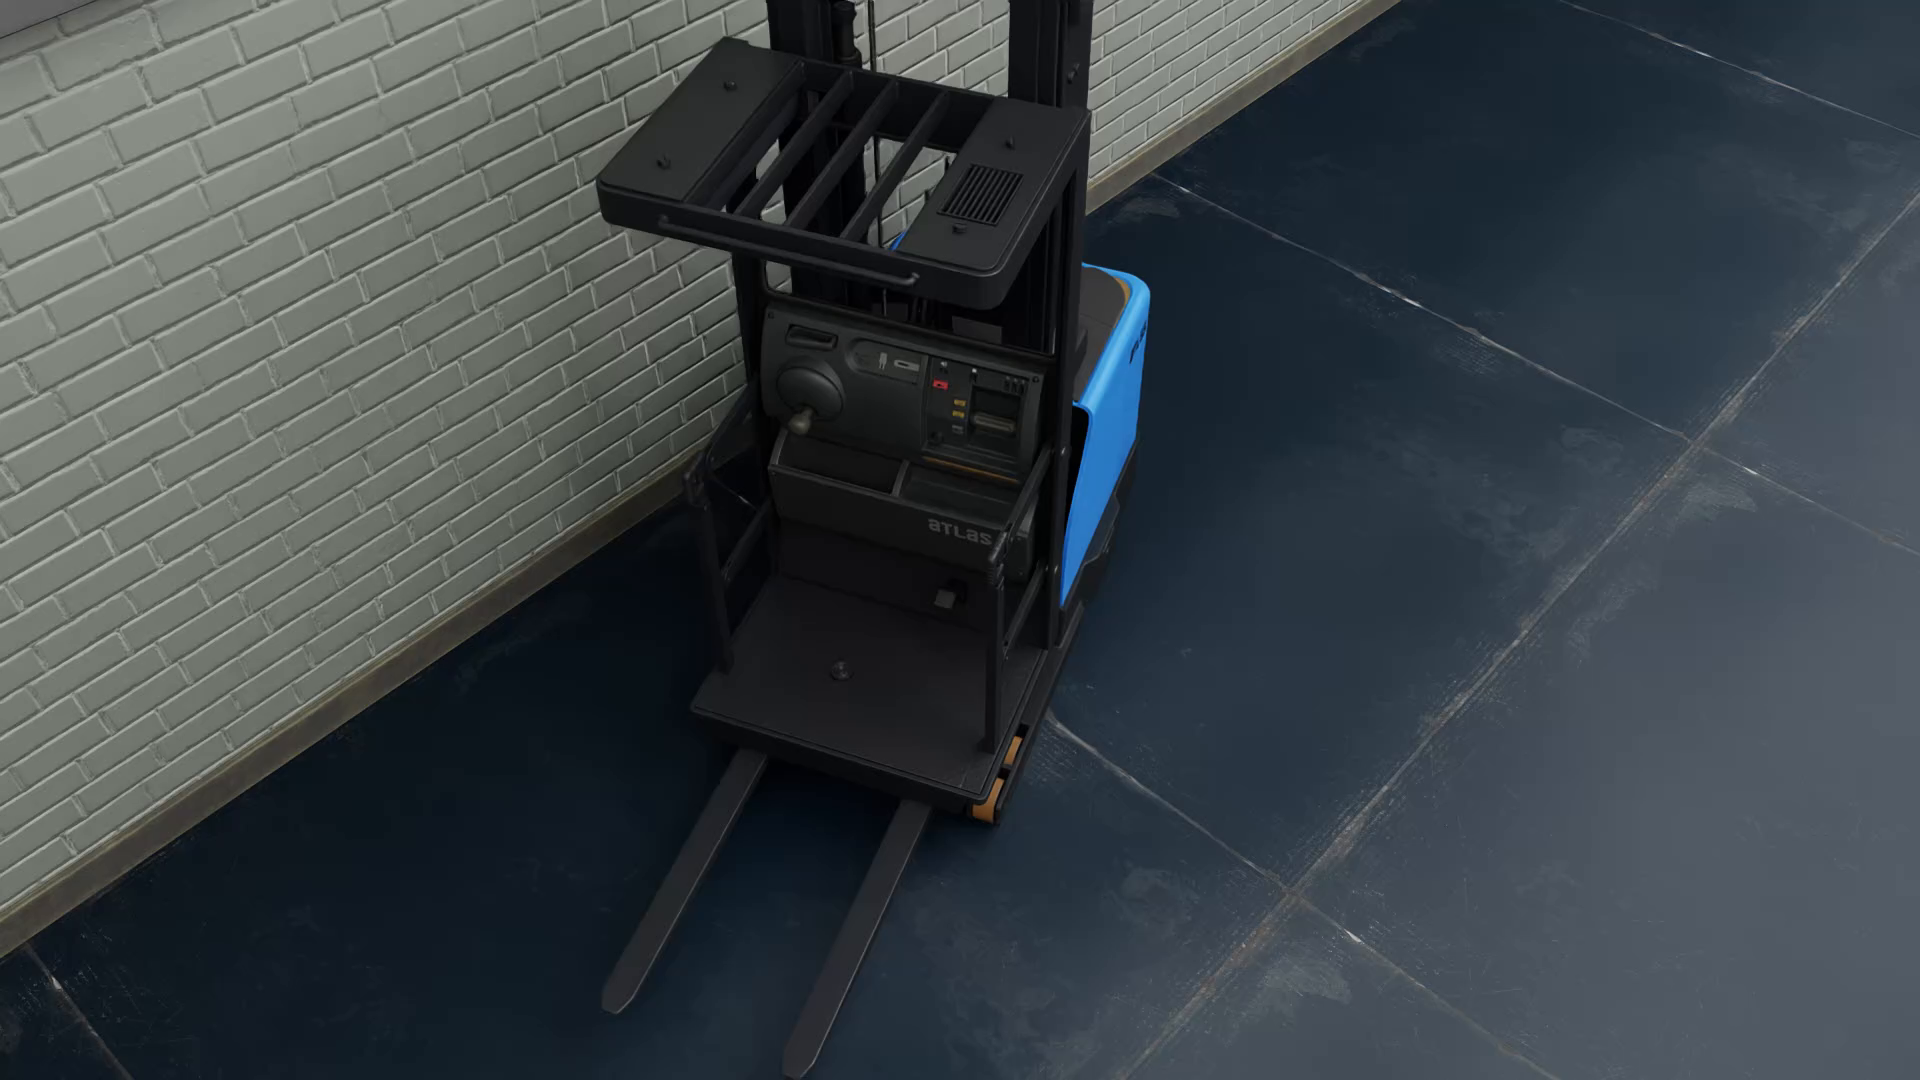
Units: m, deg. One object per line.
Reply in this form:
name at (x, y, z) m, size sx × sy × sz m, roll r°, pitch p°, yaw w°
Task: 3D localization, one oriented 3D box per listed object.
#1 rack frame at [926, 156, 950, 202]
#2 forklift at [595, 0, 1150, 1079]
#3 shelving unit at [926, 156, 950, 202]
rack frame at (-0.085, -1.012, 6.877) m, size 0.015 × 1.200 × 0.240 m, roll 15°, pitch 49°, yaw 13°
forklift at (-0.264, -0.365, 5.082) m, size 1.130 × 2.935 × 3.031 m, roll 15°, pitch 49°, yaw 14°
shelving unit at (0.145, -0.951, 6.820) m, size 0.503 × 1.200 × 0.258 m, roll 15°, pitch 49°, yaw 13°
